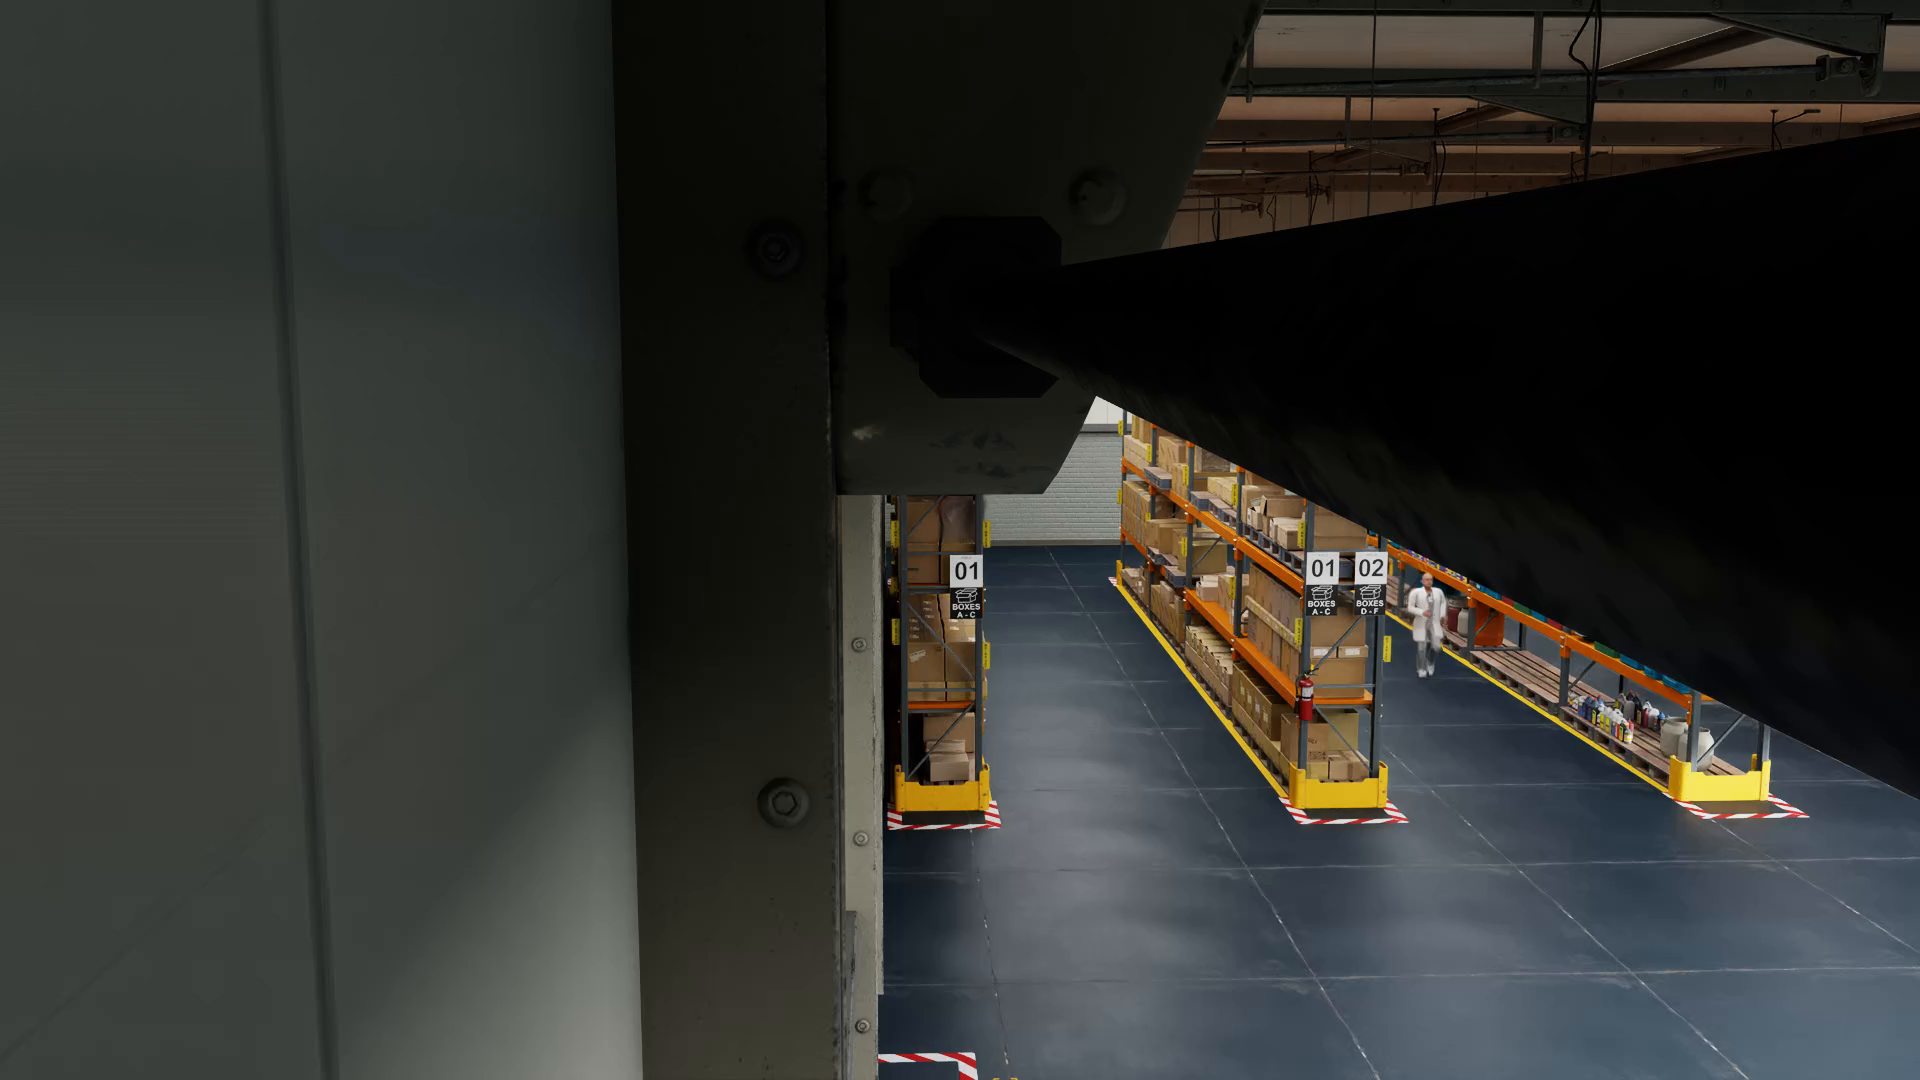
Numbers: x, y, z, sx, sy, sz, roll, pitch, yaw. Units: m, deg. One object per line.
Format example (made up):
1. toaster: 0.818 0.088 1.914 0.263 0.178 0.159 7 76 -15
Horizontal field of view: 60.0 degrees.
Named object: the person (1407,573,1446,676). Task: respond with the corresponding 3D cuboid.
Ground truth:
1. person: 7.730 1.418 27.473 0.688 1.743 0.686 0 8 2
